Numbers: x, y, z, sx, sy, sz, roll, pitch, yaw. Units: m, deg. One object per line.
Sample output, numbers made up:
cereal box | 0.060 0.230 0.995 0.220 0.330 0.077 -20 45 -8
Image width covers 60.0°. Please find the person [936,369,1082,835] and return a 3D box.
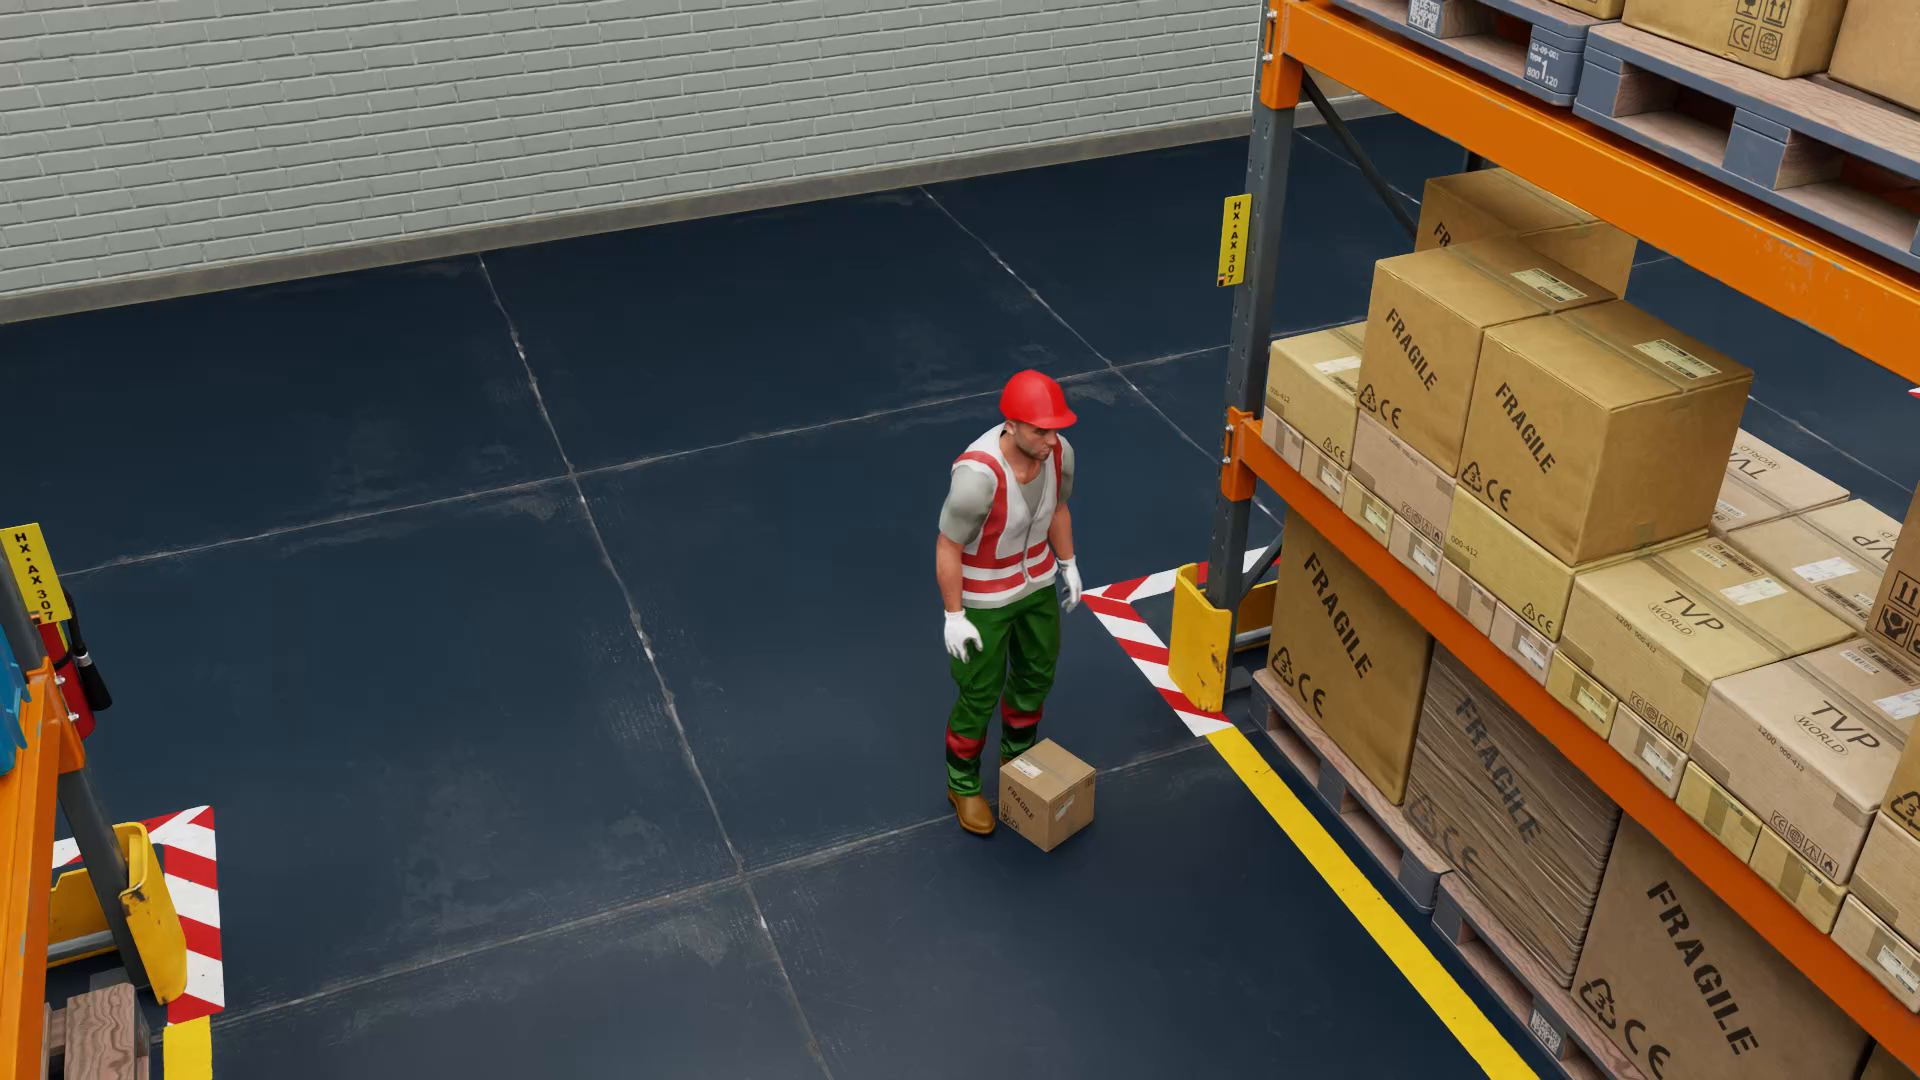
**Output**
person | 0.183 0.196 5.827 0.620 1.779 0.454 -24 40 -32
